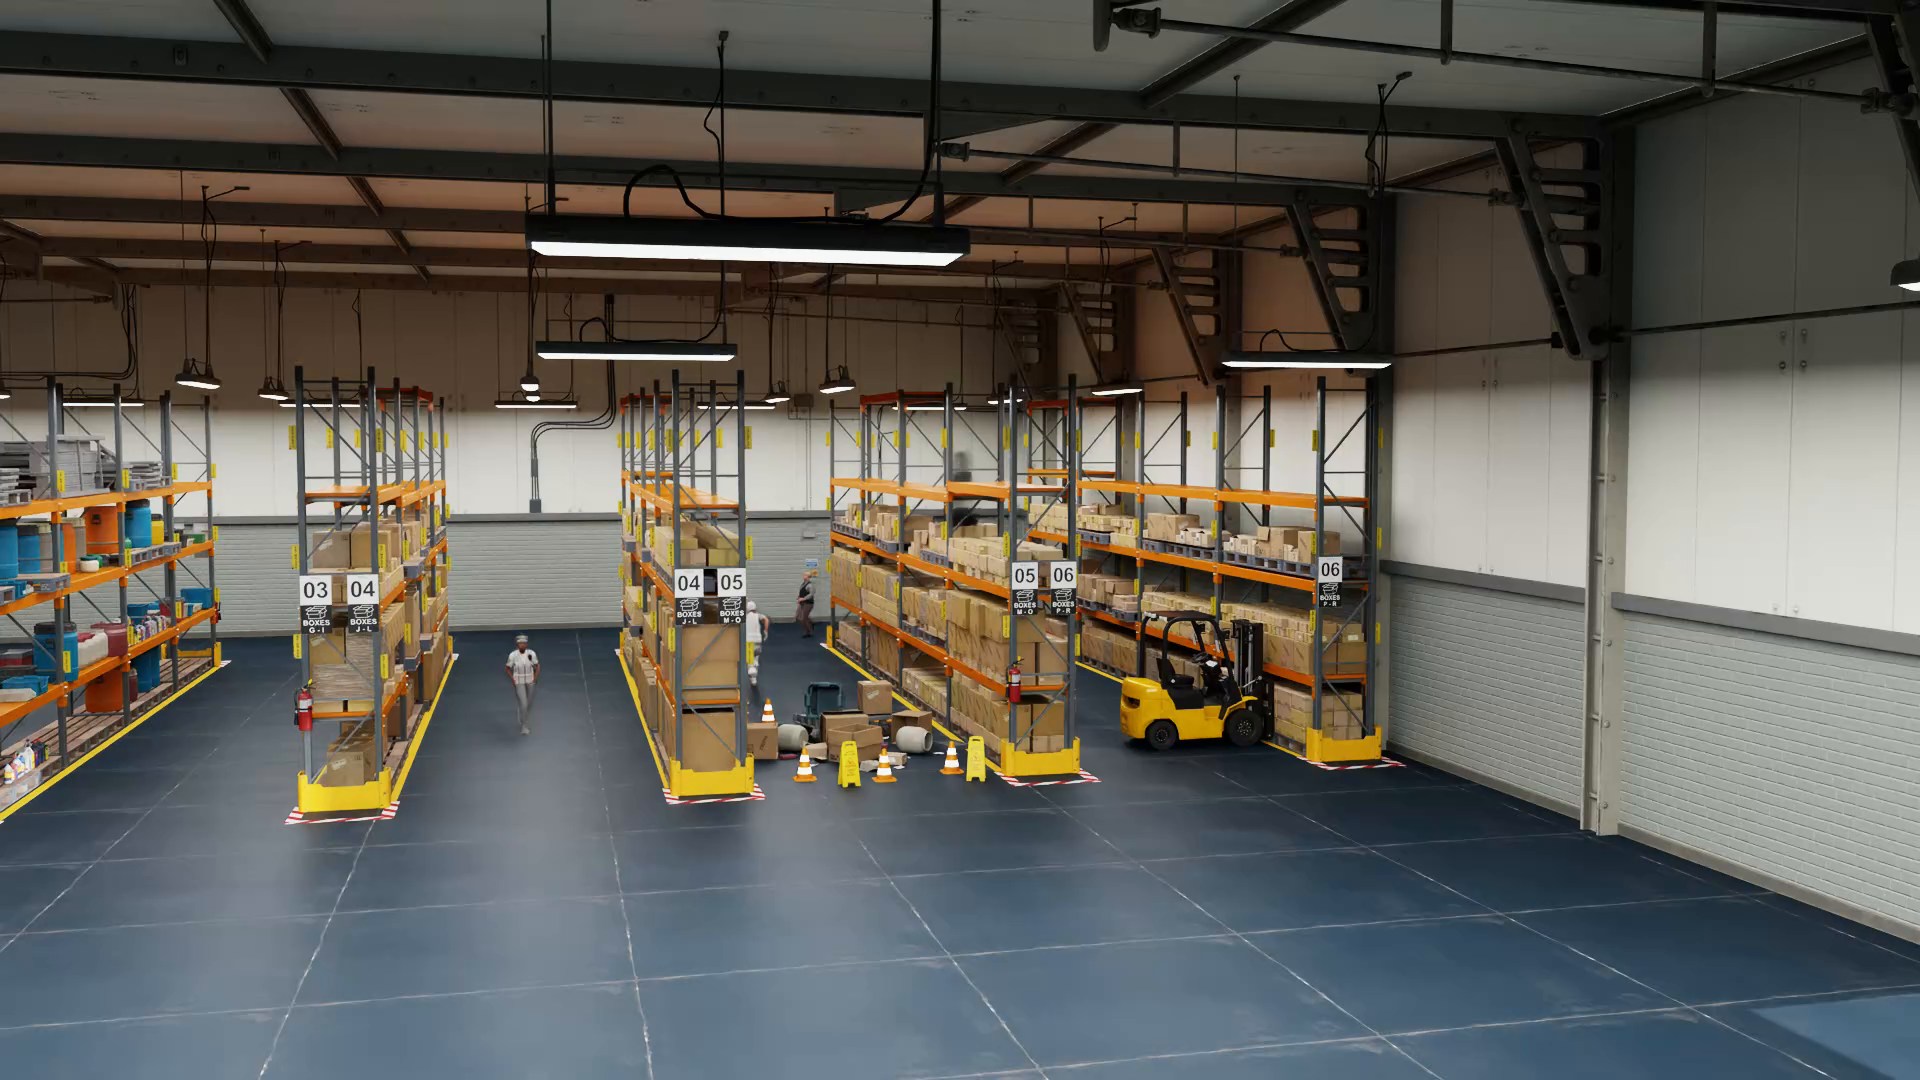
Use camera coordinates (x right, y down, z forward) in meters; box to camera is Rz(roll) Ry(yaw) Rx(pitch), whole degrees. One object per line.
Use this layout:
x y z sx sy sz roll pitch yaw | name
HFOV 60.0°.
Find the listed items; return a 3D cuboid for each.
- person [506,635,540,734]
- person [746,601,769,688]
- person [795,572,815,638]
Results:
-7.537 2.457 28.661 0.576 1.692 0.729 -2 4 -25 | person
-4.195 2.124 33.561 0.644 1.744 0.940 -1 4 -15 | person
-3.919 1.649 42.284 0.578 1.681 0.657 -2 4 -28 | person
